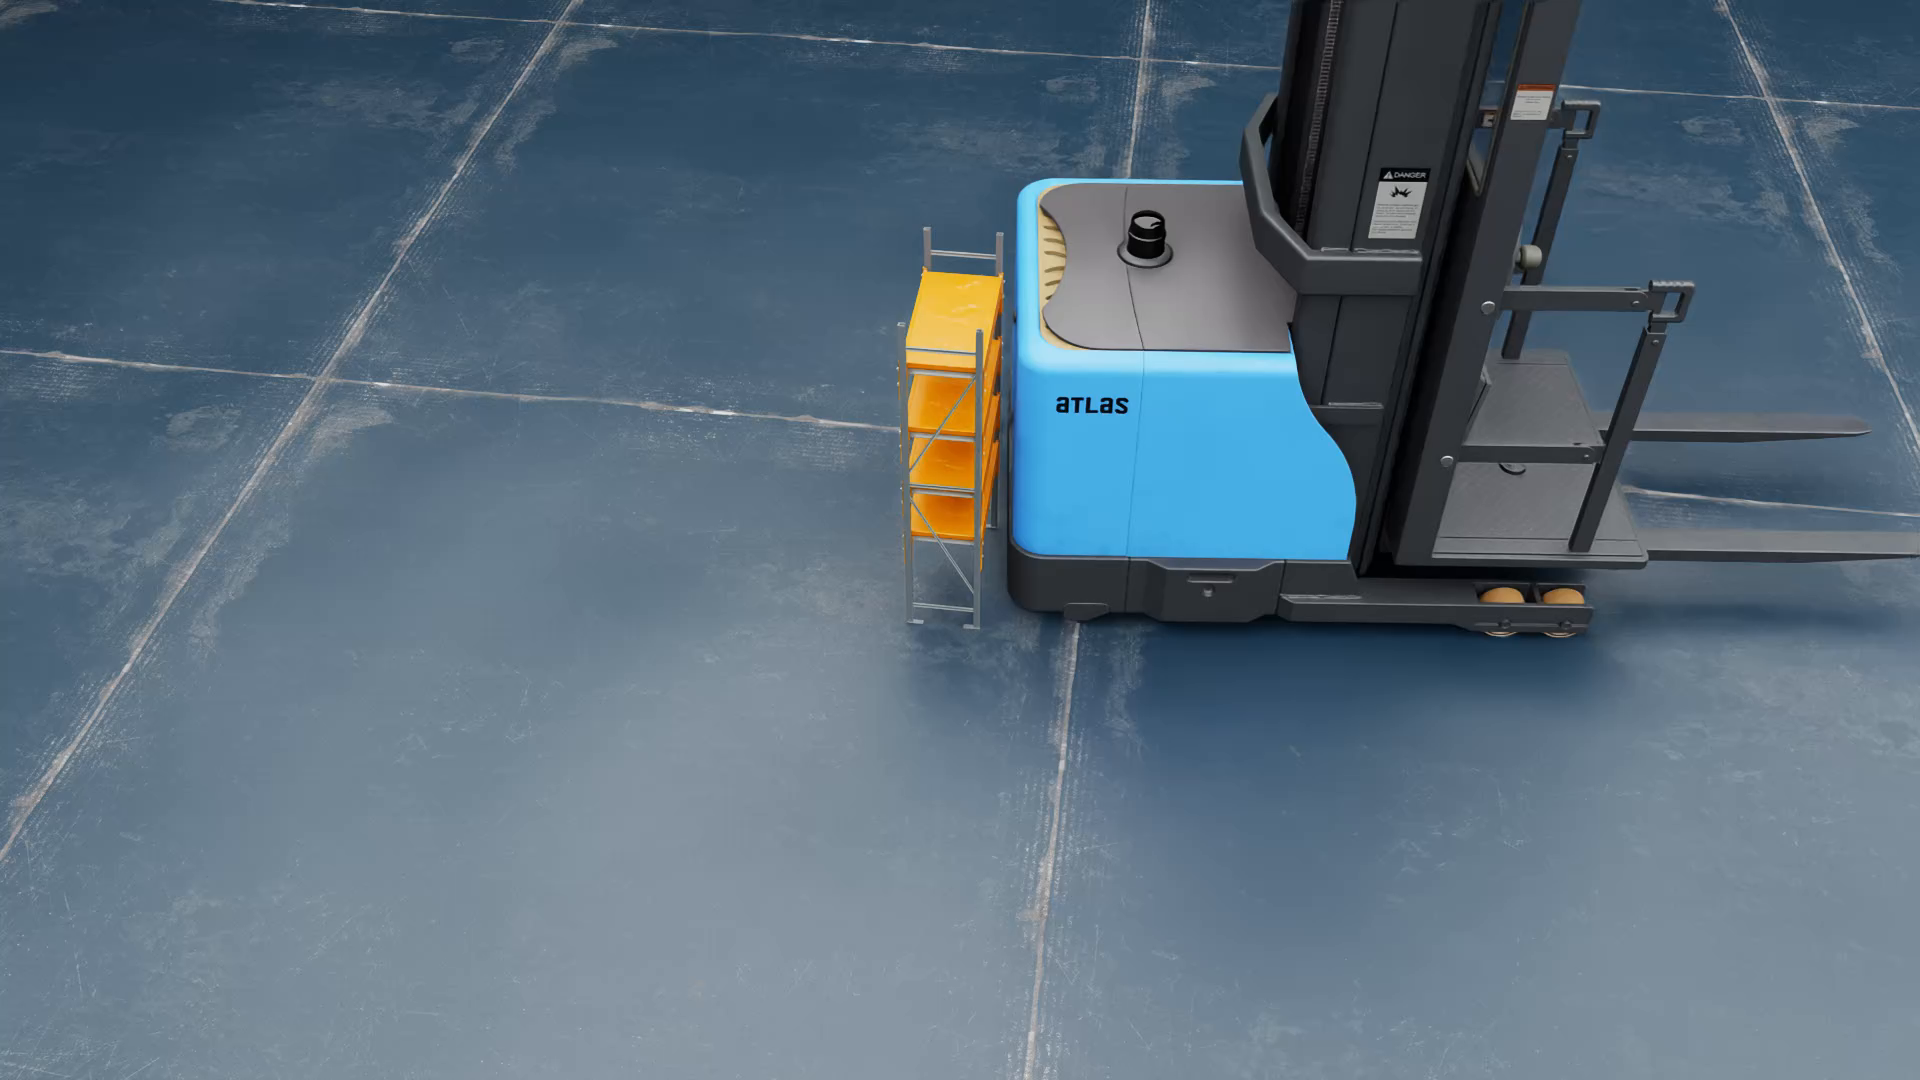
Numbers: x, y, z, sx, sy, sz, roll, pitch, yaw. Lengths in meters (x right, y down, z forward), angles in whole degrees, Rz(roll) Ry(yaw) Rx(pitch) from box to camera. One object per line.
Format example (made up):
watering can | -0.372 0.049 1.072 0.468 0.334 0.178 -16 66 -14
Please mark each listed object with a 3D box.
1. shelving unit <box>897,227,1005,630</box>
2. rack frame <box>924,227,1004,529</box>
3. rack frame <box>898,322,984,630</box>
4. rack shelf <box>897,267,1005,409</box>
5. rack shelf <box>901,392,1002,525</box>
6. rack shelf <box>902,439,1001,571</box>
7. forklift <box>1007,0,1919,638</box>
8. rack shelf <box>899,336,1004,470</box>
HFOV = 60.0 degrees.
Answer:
shelving unit | -0.022 -0.323 5.218 0.258 1.200 0.503 5 44 6
rack frame | 0.010 -0.489 5.394 0.240 1.200 0.015 5 44 6
rack frame | -0.054 -0.157 5.043 0.240 1.200 0.015 5 44 6
rack shelf | -0.022 -0.608 4.948 0.258 0.148 0.480 5 44 6
rack shelf | -0.022 -0.274 5.265 0.258 0.148 0.480 5 44 6
rack shelf | -0.022 -0.130 5.401 0.258 0.148 0.480 5 44 6
forklift | 1.680 -1.119 4.800 3.031 2.935 1.130 1 43 1
rack shelf | -0.022 -0.436 5.111 0.258 0.148 0.480 5 44 6
